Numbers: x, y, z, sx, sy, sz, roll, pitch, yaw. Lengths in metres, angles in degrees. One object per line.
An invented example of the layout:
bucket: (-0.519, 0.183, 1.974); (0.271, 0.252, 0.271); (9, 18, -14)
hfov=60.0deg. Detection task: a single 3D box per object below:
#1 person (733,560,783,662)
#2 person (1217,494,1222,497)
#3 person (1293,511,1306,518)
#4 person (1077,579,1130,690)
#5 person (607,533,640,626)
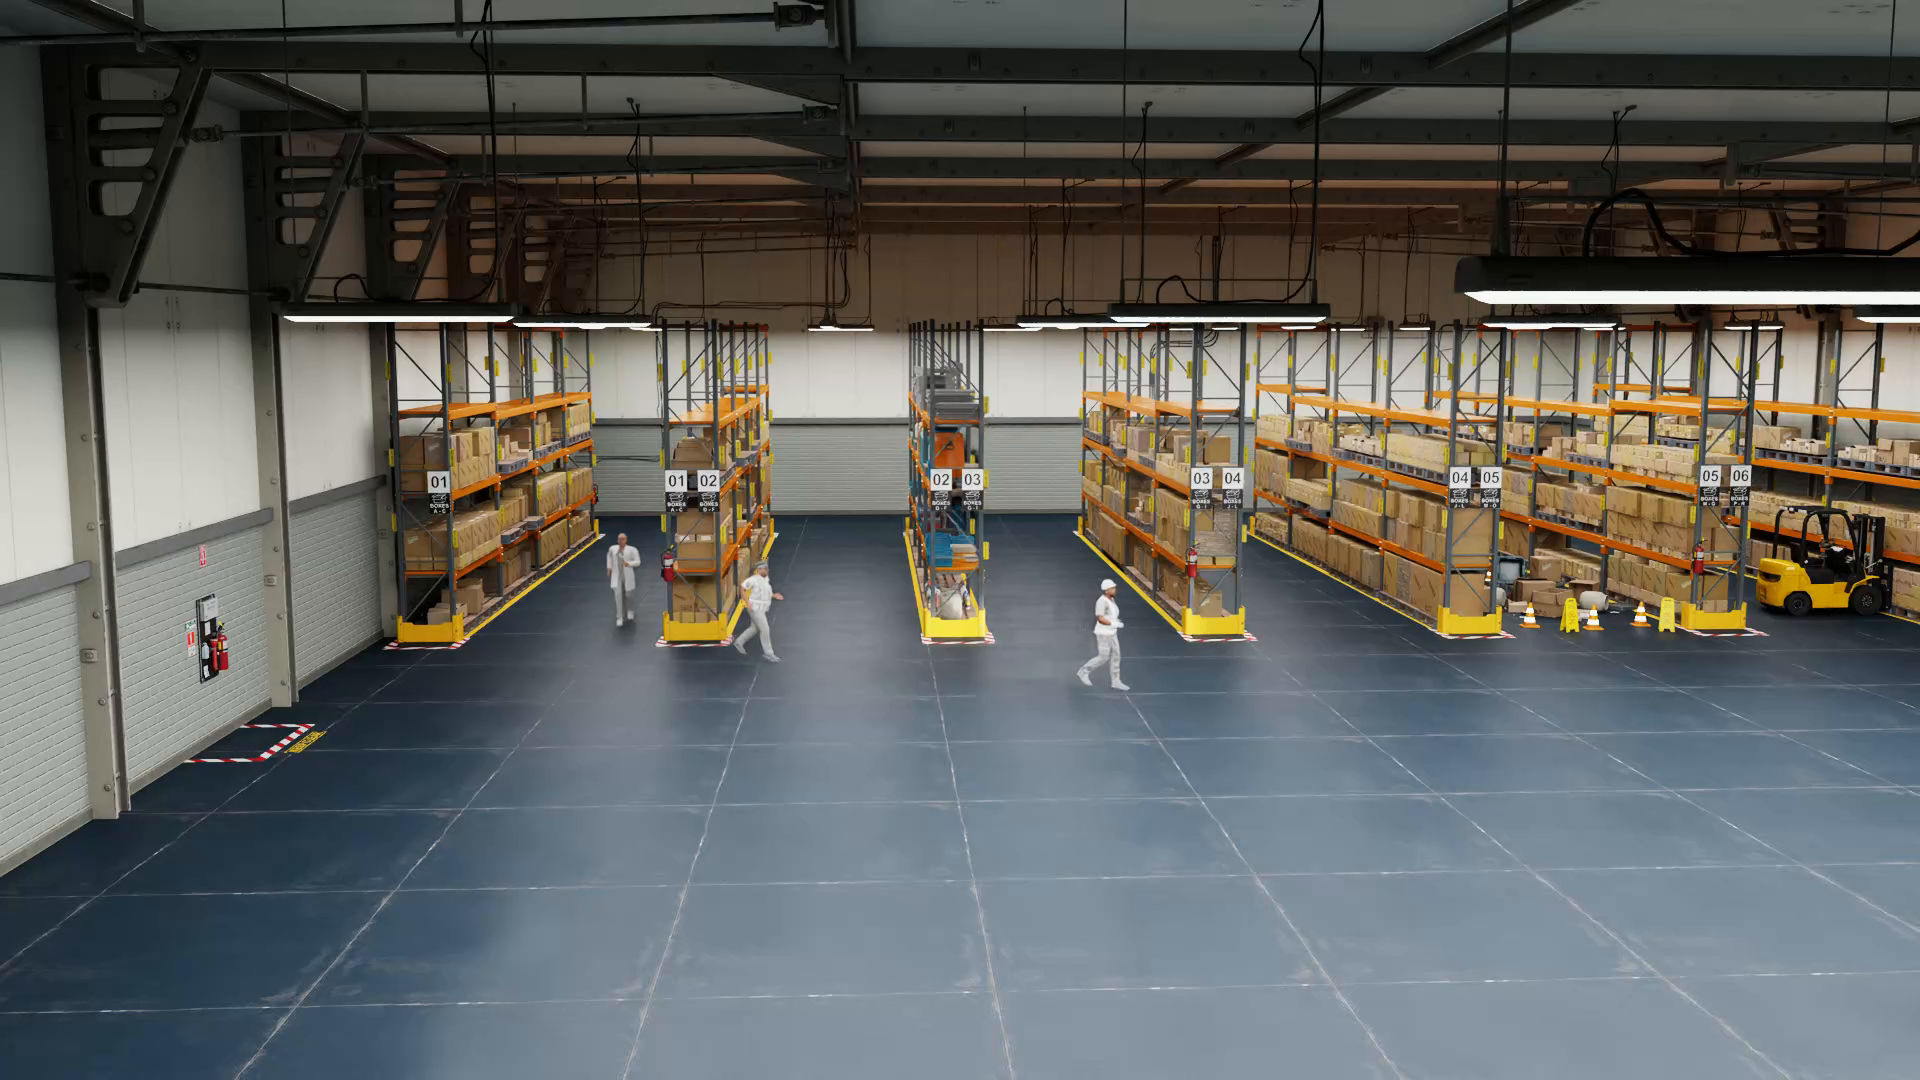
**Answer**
person: (-3.593, 1.235, 29.341); (0.986, 1.785, 0.613); (2, 7, 17)
person: (7.784, -1.136, 48.534); (0.641, 1.756, 0.718); (-4, 8, -30)
person: (9.838, -1.139, 48.838); (0.727, 1.677, 0.865); (-5, 9, -37)
person: (2.337, 1.525, 26.880); (0.863, 1.794, 0.707); (3, 8, 20)
person: (-6.651, 0.745, 32.890); (0.703, 1.770, 1.066); (0, 7, -1)
